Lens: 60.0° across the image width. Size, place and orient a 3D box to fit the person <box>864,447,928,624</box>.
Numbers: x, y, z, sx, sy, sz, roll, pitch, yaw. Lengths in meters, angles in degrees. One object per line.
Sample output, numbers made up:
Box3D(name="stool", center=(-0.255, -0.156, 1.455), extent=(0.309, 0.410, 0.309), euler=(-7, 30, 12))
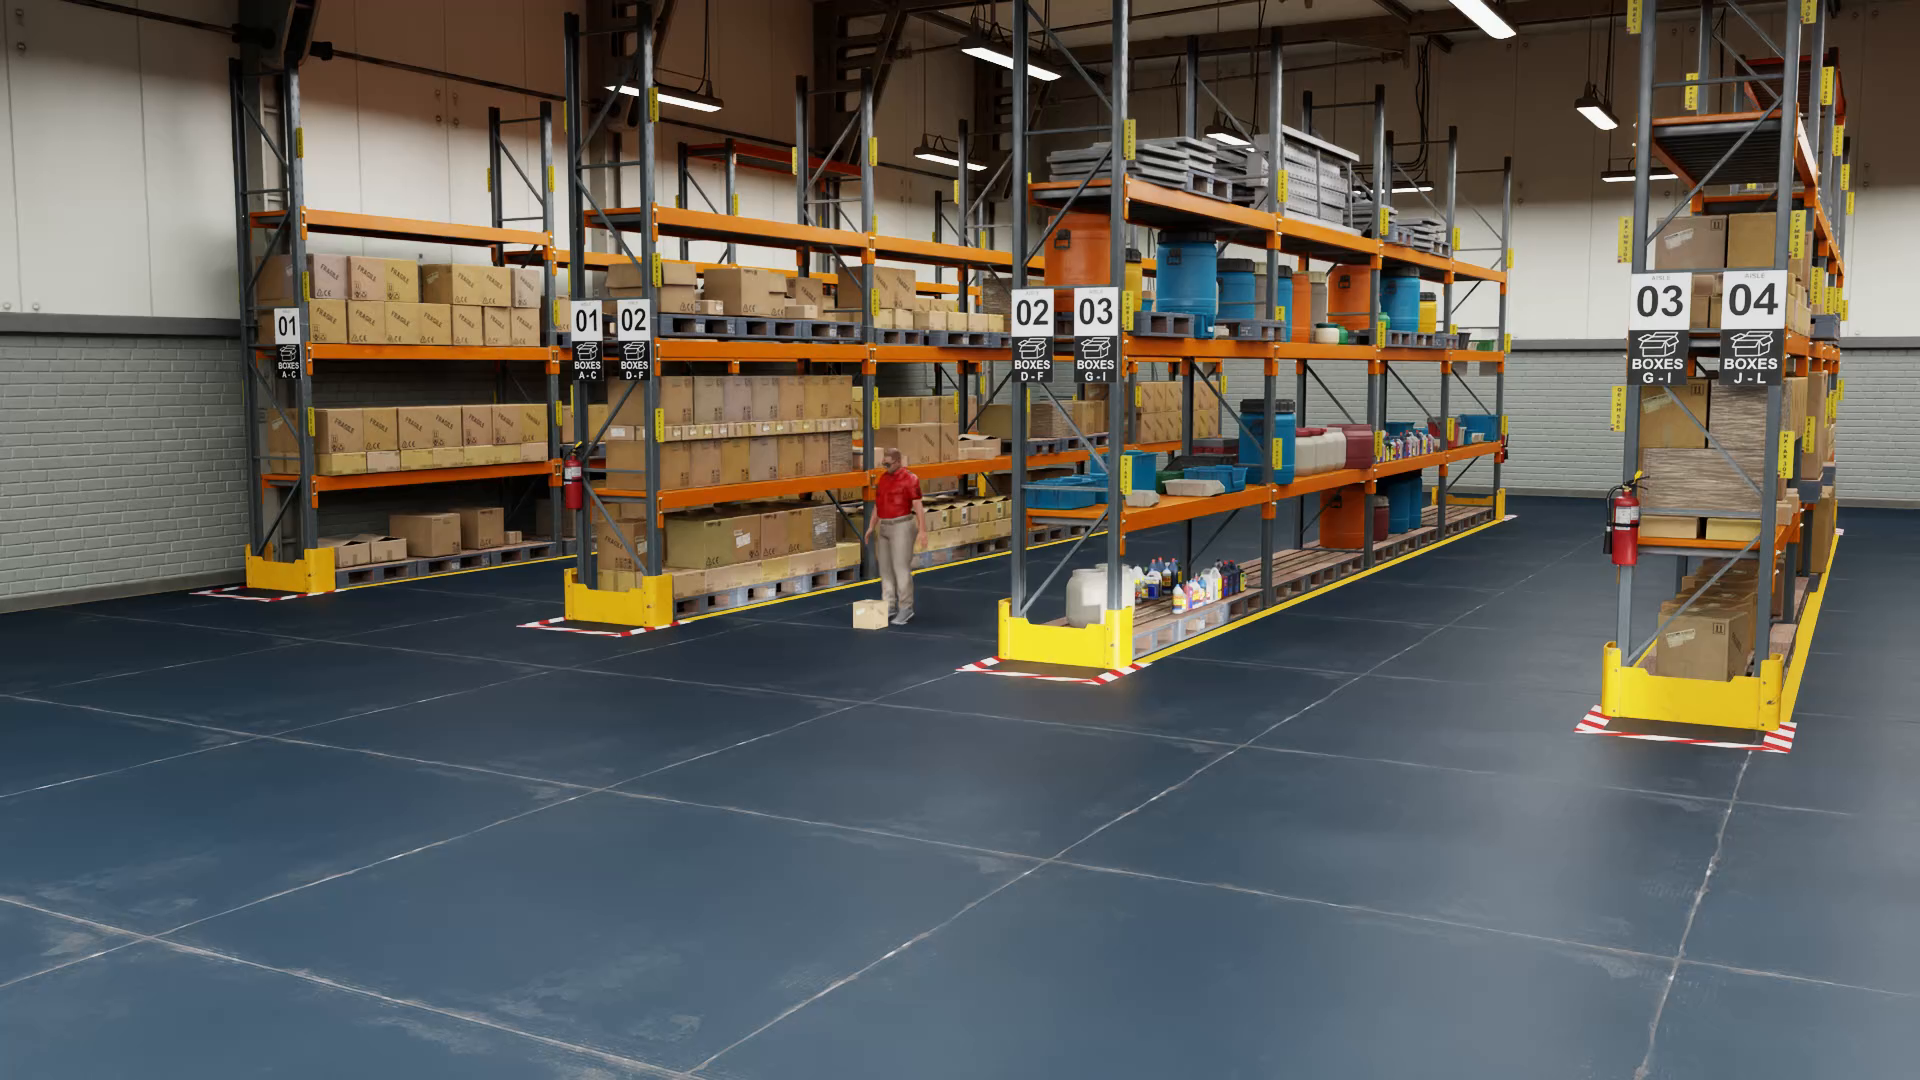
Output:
Box3D(name="person", center=(-0.677, -0.043, 16.702), extent=(0.401, 1.769, 0.665), euler=(-5, 8, -42))
